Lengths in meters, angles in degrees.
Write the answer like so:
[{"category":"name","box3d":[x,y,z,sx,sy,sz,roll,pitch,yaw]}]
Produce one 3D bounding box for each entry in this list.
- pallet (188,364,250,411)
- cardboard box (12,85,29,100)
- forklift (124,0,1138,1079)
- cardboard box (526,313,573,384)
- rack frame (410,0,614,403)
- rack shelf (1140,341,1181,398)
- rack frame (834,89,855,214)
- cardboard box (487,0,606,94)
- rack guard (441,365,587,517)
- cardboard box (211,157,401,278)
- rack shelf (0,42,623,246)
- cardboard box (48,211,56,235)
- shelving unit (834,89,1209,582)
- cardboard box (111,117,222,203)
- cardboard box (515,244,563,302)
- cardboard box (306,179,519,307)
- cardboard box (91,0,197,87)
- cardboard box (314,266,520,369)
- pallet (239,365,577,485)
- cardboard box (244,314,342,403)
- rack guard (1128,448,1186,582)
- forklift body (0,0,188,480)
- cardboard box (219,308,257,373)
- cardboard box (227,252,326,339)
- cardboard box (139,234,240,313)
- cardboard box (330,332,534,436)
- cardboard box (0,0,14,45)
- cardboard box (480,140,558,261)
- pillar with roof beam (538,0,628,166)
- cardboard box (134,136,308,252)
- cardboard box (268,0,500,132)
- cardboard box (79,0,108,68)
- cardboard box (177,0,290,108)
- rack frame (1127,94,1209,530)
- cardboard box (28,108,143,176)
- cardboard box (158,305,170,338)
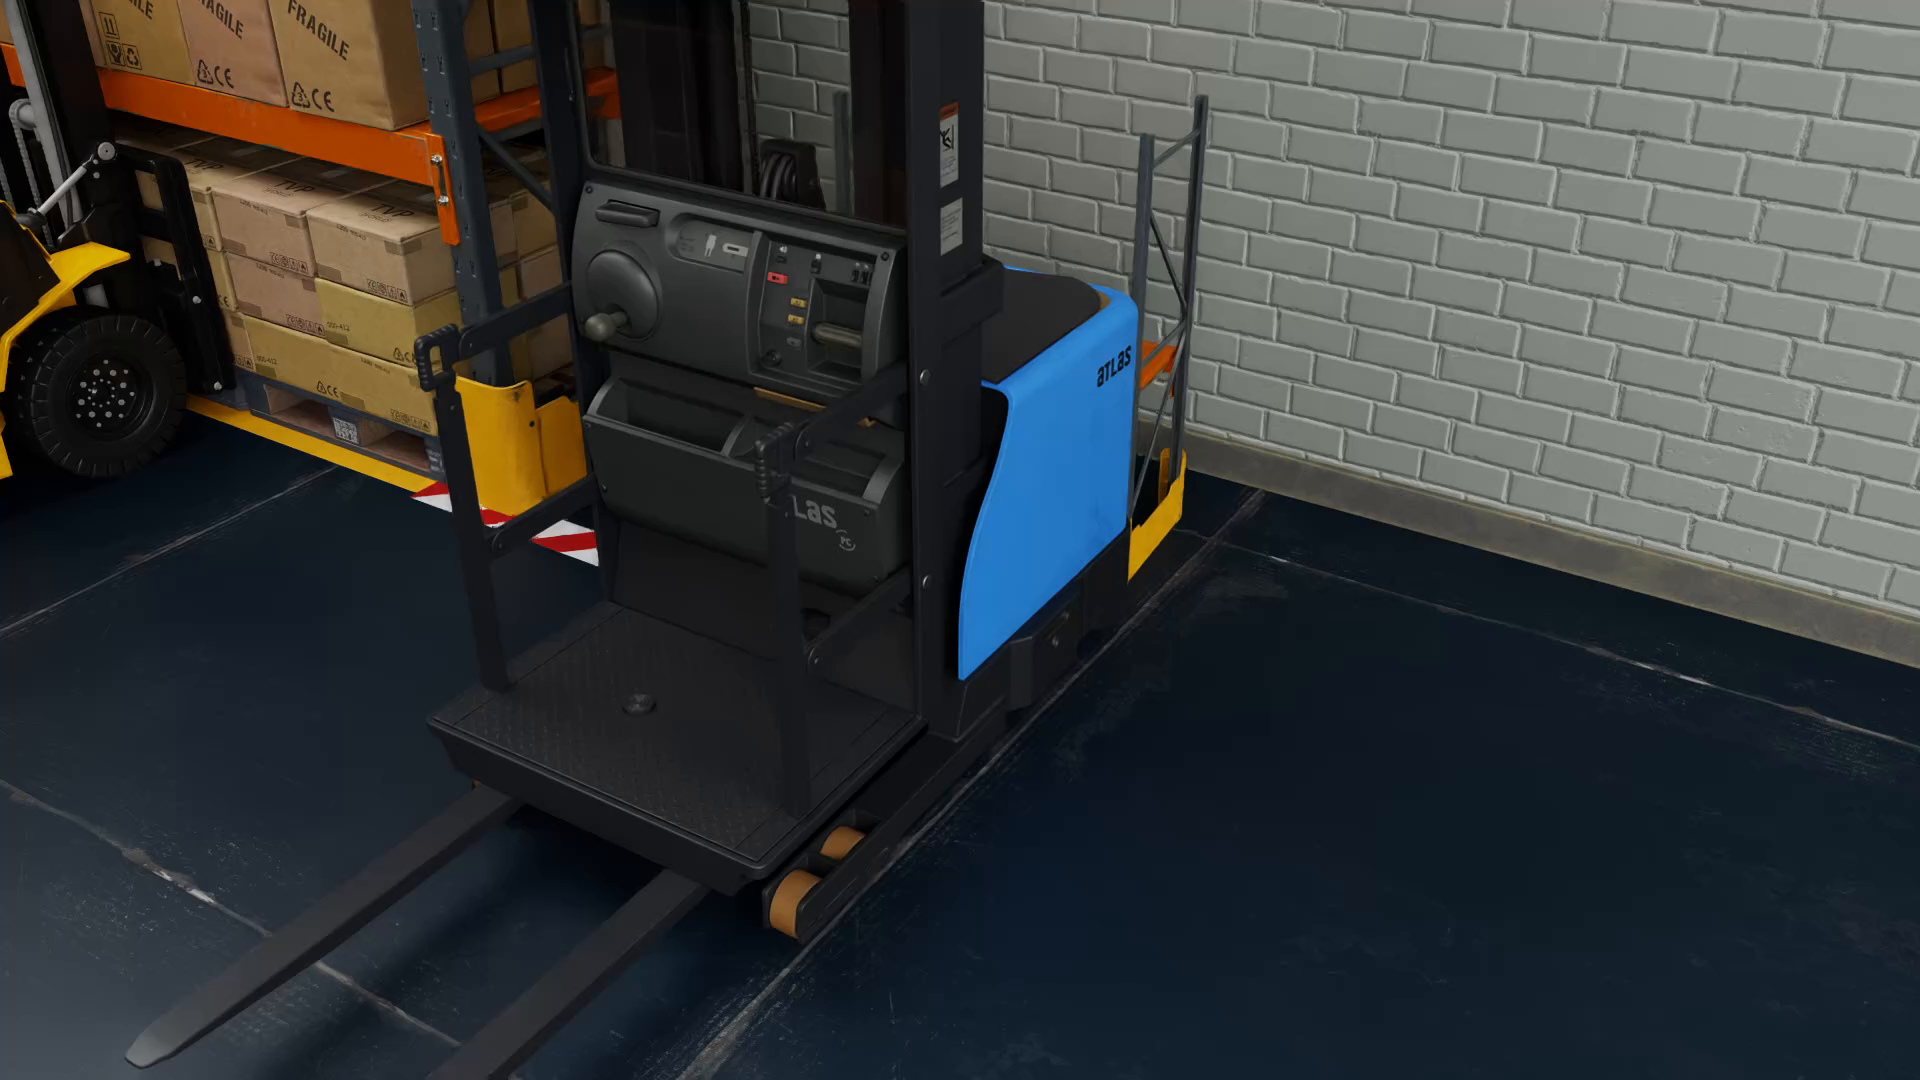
[{"category":"pallet","box3d":[-3.093,-0.973,7.209,1.213,0.211,1.003,18,35,27]},{"category":"cardboard box","box3d":[-4.111,-1.756,7.103,0.500,0.250,0.500,18,35,27]},{"category":"forklift","box3d":[-0.664,-0.558,3.797,1.130,2.935,3.031,17,34,27]},{"category":"cardboard box","box3d":[-1.705,-0.872,6.581,0.500,0.250,0.500,18,35,28]},{"category":"rack frame","box3d":[-1.393,-1.664,5.625,0.127,3.000,1.000,18,35,27]},{"category":"rack shelf","box3d":[0.188,-0.574,5.602,1.000,0.185,0.538,14,33,23]},{"category":"rack frame","box3d":[-0.264,-0.846,5.712,0.032,1.500,0.500,14,33,23]},{"category":"cardboard box","box3d":[-1.665,-1.958,6.030,0.500,0.500,0.500,19,35,29]},{"category":"rack guard","box3d":[-1.373,-0.577,6.244,0.348,0.500,1.175,18,35,27]},{"category":"cardboard box","box3d":[-2.385,-1.214,6.173,0.500,0.250,0.500,18,35,28]},{"category":"rack shelf","box3d":[-3.087,-1.889,6.725,4.000,0.370,1.077,18,35,27]},{"category":"cardboard box","box3d":[-3.688,-1.410,7.006,0.500,0.250,0.500,17,34,27]},{"category":"shelving unit","box3d":[0.180,-0.731,5.515,1.083,1.500,0.587,14,33,23]},{"category":"cardboard box","box3d":[-3.243,-1.484,6.636,0.500,0.250,0.500,17,34,26]},{"category":"cardboard box","box3d":[-1.681,-1.088,6.454,0.500,0.250,0.500,18,35,28]},{"category":"cardboard box","box3d":[-1.949,-1.079,5.943,0.500,0.250,0.500,19,35,29]},{"category":"cardboard box","box3d":[-2.819,-2.007,6.114,0.500,0.500,0.500,17,34,26]},{"category":"cardboard box","box3d":[-1.972,-0.870,6.081,0.500,0.250,0.500,17,34,27]},{"category":"pallet","box3d":[-2.063,-0.646,6.648,1.213,0.211,1.003,18,35,27]},{"category":"cardboard box","box3d":[-2.376,-0.786,6.432,0.500,0.250,0.500,18,35,27]},{"category":"rack guard","box3d":[0.623,-0.077,5.634,0.087,0.250,0.587,14,33,23]},{"category":"forklift body","box3d":[-3.969,-1.026,5.375,1.214,2.155,2.313,18,35,27]},{"category":"cardboard box","box3d":[-2.794,-0.923,6.668,0.500,0.250,0.500,18,35,28]},{"category":"cardboard box","box3d":[-2.391,-1.009,6.319,0.500,0.250,0.500,17,34,27]},{"category":"cardboard box","box3d":[-2.839,-1.139,6.541,0.500,0.250,0.500,17,34,26]},{"category":"cardboard box","box3d":[-1.959,-0.648,6.197,0.500,0.250,0.500,18,35,28]},{"category":"cardboard box","box3d":[-3.665,-2.280,6.583,0.500,0.500,0.500,17,34,27]},{"category":"cardboard box","box3d":[-1.700,-1.299,6.319,0.500,0.250,0.500,17,34,27]},{"category":"pillar with roof beam","box3d":[-3.793,-2.989,1.943,0.400,9.000,9.100,18,35,27]},{"category":"cardboard box","box3d":[-2.818,-1.345,6.398,0.500,0.250,0.500,18,35,28]},{"category":"cardboard box","box3d":[-1.950,-1.727,5.634,0.500,0.500,0.500,17,34,26]},{"category":"cardboard box","box3d":[-3.250,-2.137,6.336,0.500,0.500,0.500,18,35,28]},{"category":"cardboard box","box3d":[-2.384,-1.870,5.879,0.500,0.500,0.500,19,35,29]},{"category":"rack frame","box3d":[0.640,-0.612,5.311,0.032,1.500,0.500,14,33,23]},{"category":"cardboard box","box3d":[-3.683,-1.628,6.883,0.500,0.250,0.500,19,35,29]},{"category":"cardboard box","box3d":[-3.246,-1.053,6.890,0.500,0.250,0.500,19,35,29]}]
